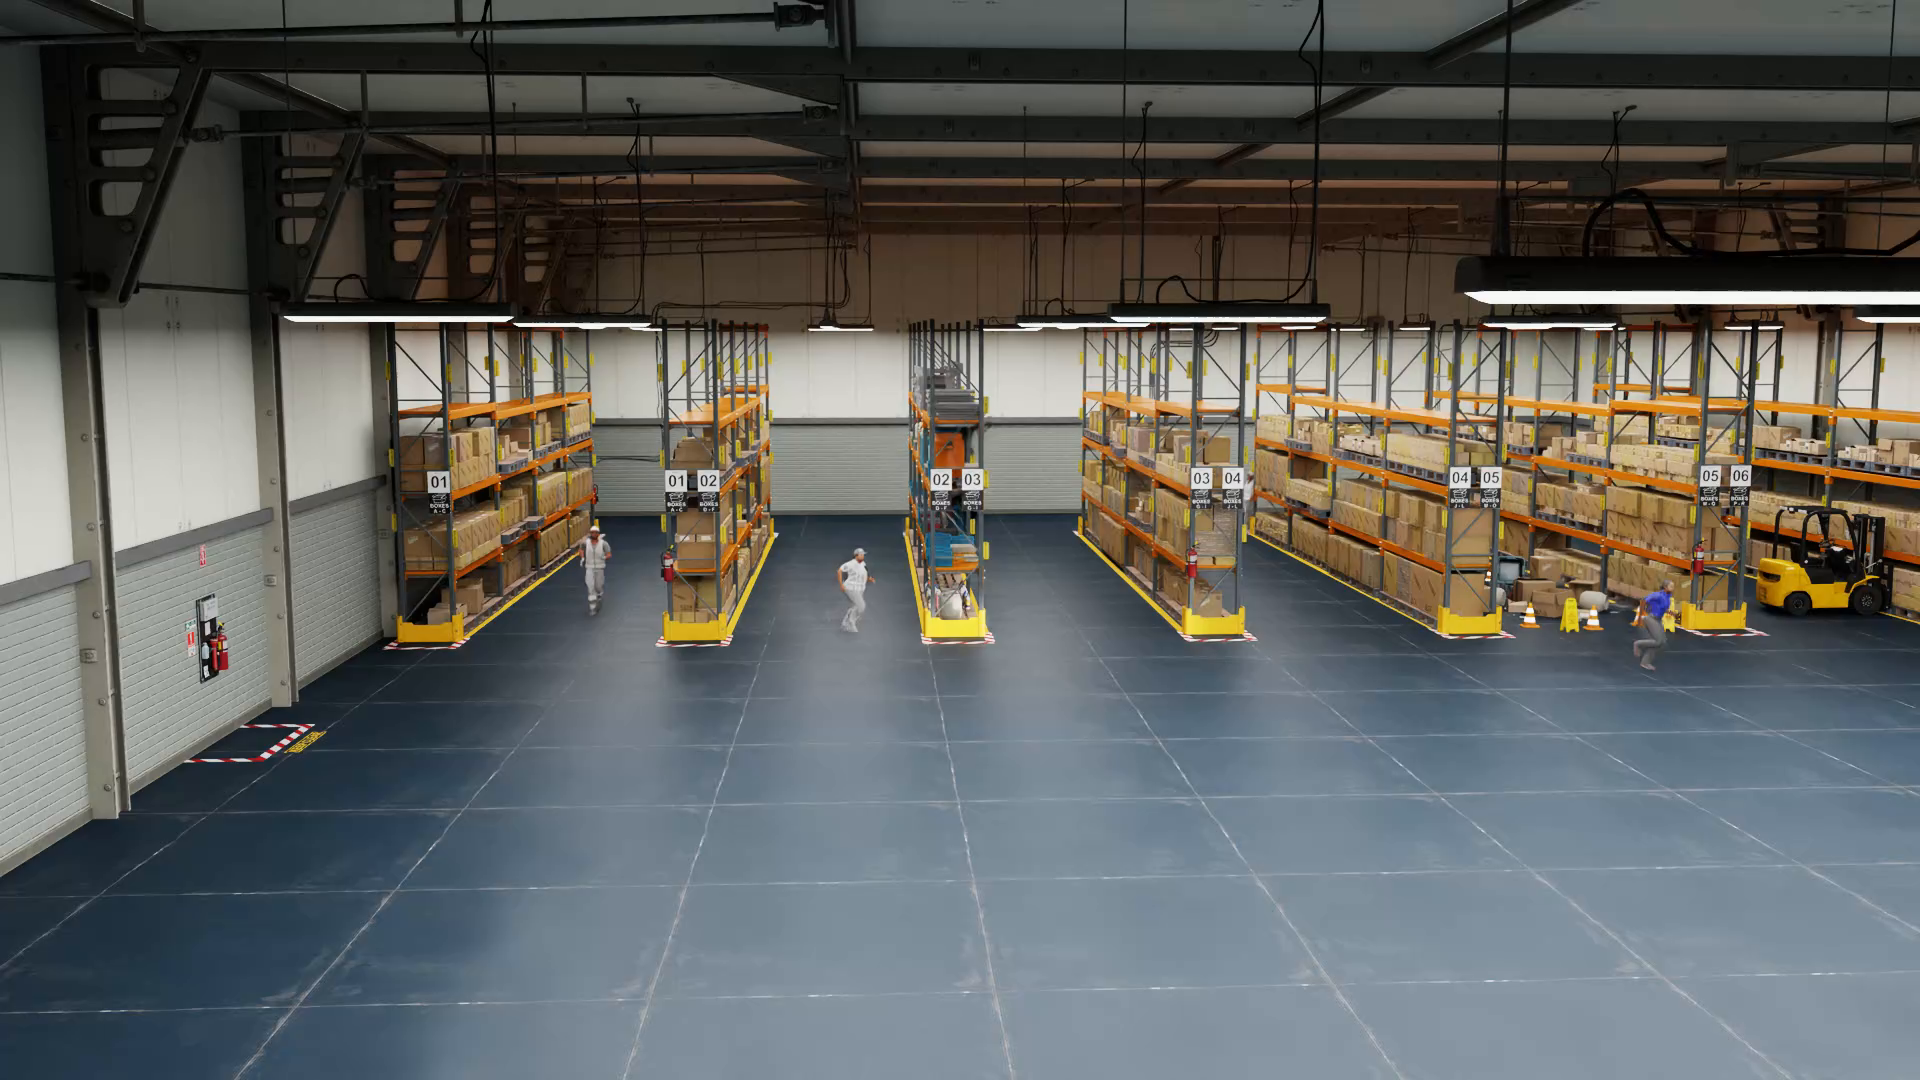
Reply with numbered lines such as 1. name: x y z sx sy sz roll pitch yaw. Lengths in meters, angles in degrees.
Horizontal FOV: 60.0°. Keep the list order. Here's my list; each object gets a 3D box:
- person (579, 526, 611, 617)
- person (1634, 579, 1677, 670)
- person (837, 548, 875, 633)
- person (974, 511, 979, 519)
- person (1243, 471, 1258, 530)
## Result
1. person: -7.484 0.606 34.137 0.652 1.805 0.983 -1 7 -12
2. person: 11.939 1.443 28.520 0.689 1.588 0.562 7 10 44
3. person: -1.998 0.973 31.857 0.775 1.630 0.641 4 8 32
4. person: 0.365 -1.272 49.504 0.847 1.732 0.759 1 7 5
5. person: 8.572 -1.166 48.934 0.784 1.760 0.743 -3 8 -21
